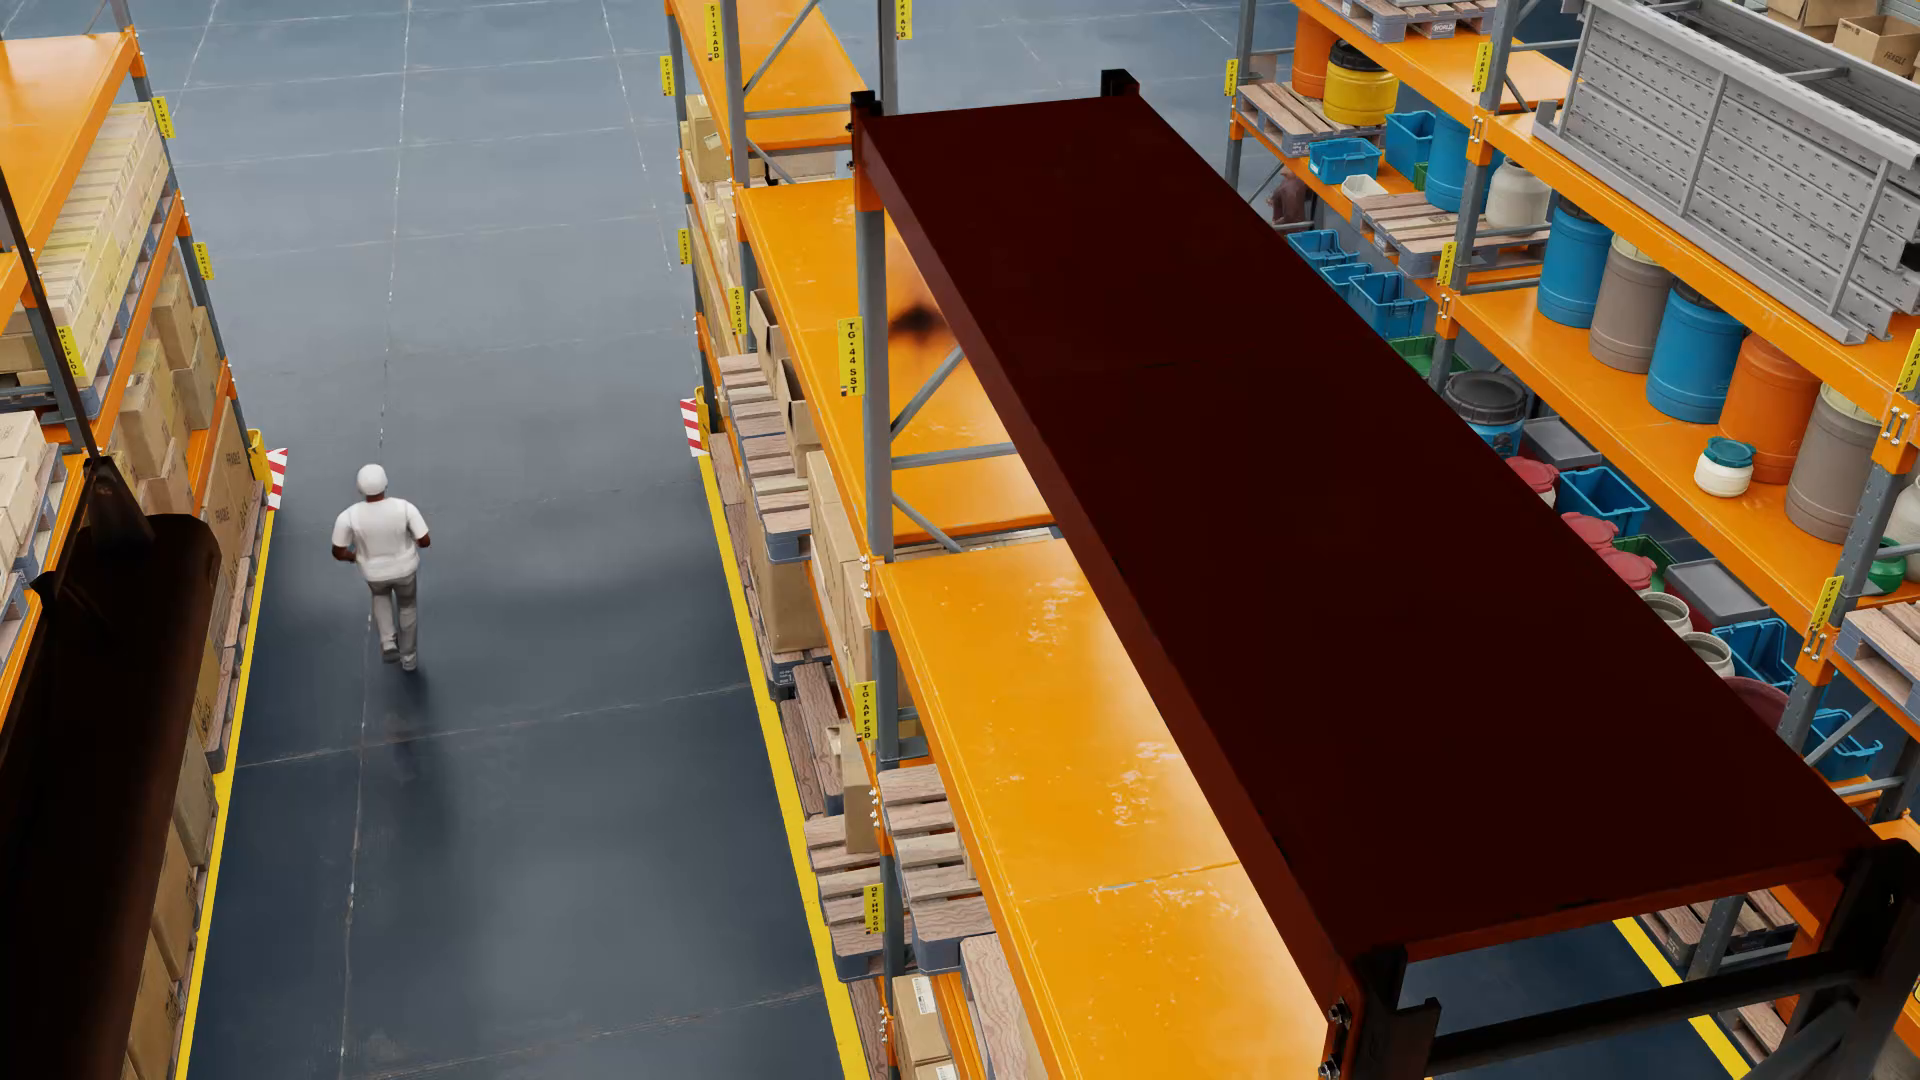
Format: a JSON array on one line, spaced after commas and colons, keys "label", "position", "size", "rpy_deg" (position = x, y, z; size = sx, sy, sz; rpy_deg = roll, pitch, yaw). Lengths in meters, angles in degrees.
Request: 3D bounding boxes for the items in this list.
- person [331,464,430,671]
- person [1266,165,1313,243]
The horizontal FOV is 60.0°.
[{"label": "person", "position": [-4.230, 0.173, 12.305], "size": [0.674, 1.721, 0.569], "rpy_deg": [-8, 35, -12]}, {"label": "person", "position": [3.355, -3.229, 17.305], "size": [0.605, 1.704, 0.713], "rpy_deg": [25, 42, 32]}]
